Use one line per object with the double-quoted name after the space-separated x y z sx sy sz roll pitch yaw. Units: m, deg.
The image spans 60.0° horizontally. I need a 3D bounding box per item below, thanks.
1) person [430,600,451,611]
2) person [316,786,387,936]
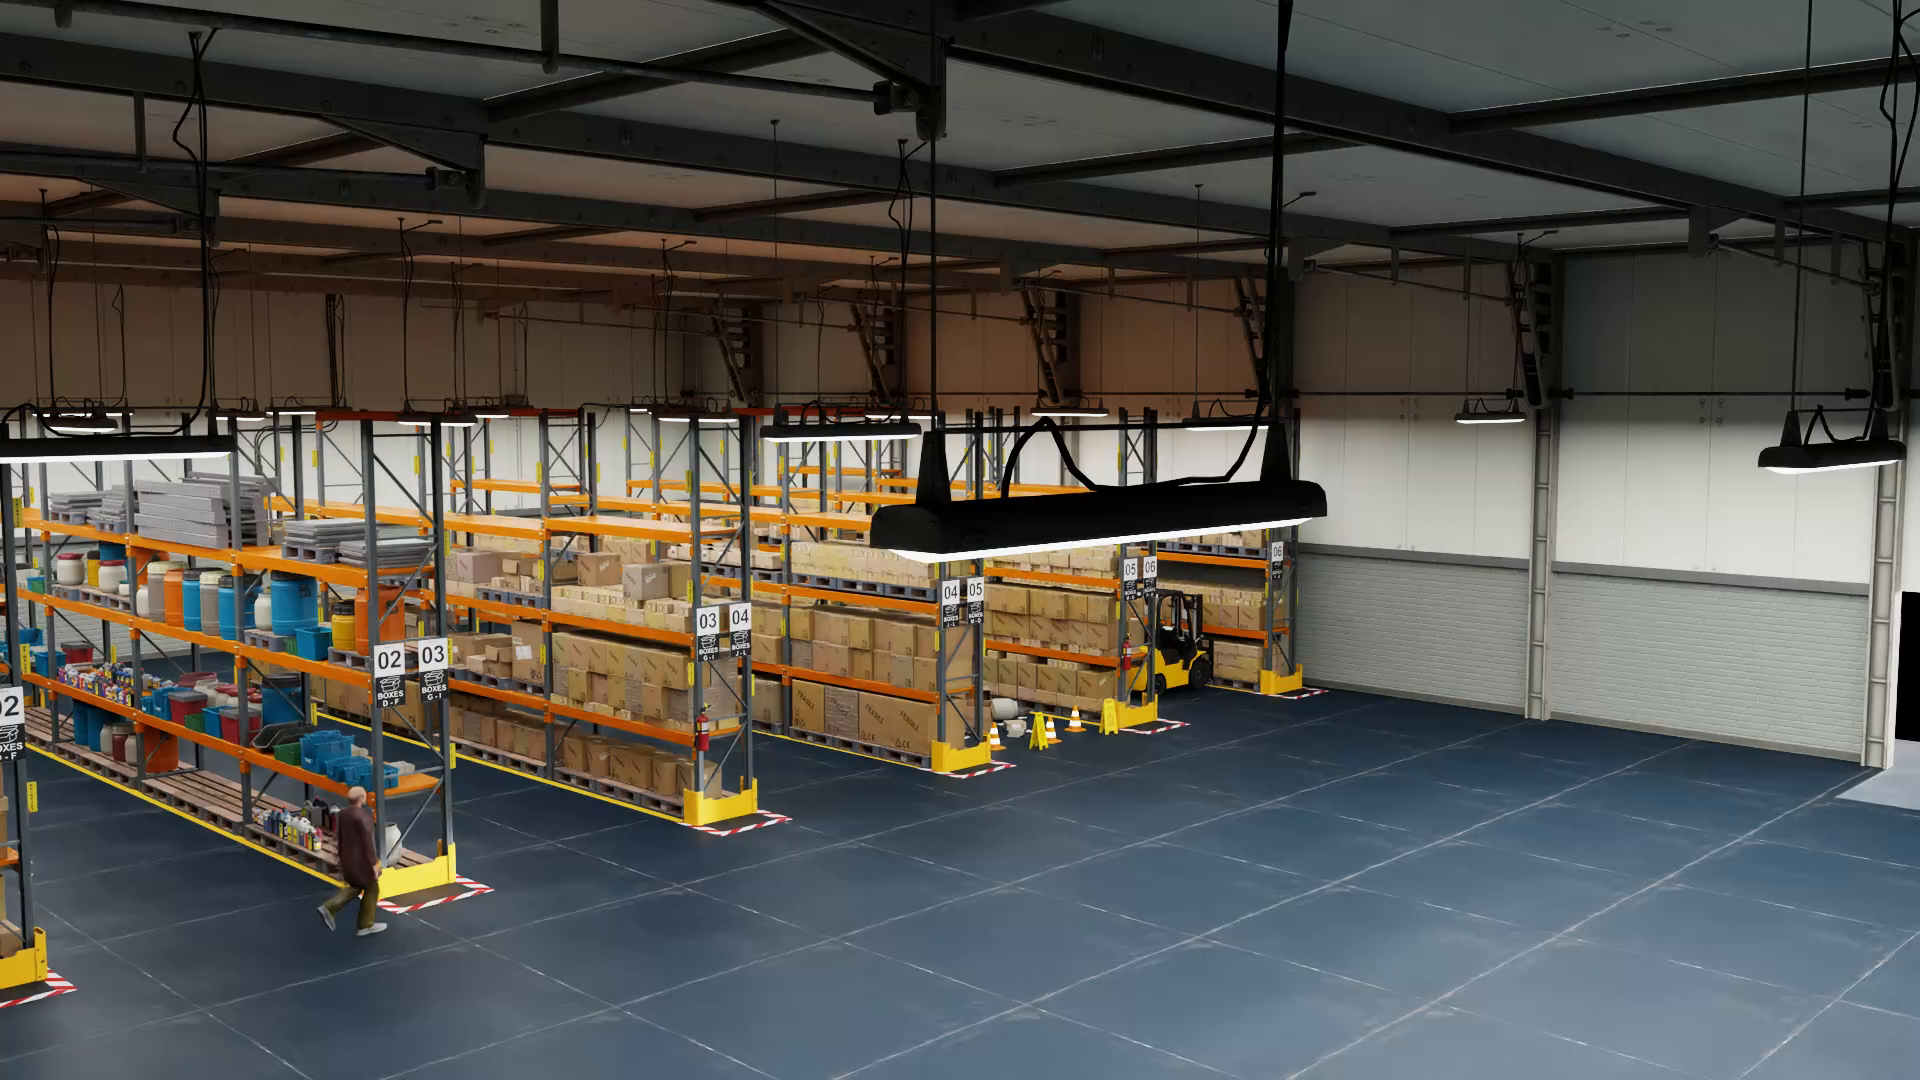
-12.407 1.953 39.833 0.537 1.843 0.481 -3 6 -27 "person"
-7.048 3.731 19.274 0.650 1.749 0.759 5 7 43 "person"
